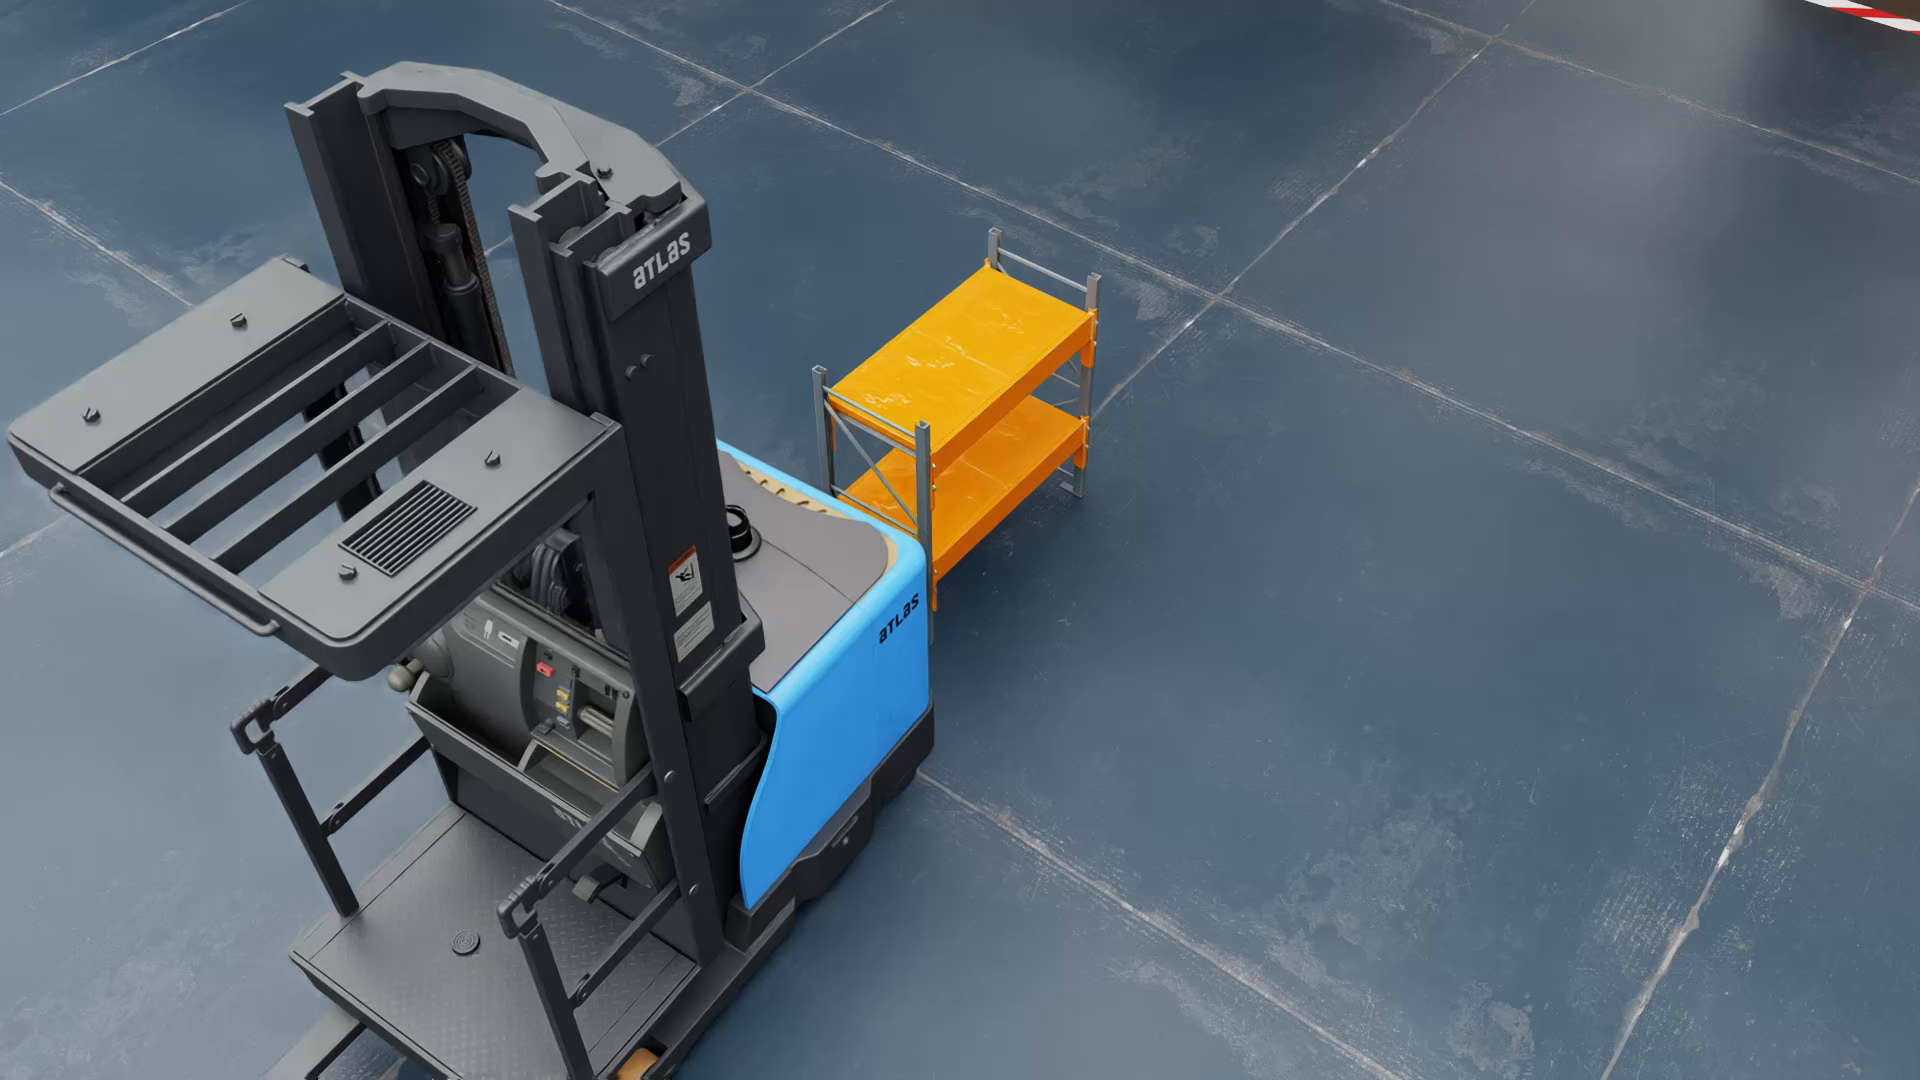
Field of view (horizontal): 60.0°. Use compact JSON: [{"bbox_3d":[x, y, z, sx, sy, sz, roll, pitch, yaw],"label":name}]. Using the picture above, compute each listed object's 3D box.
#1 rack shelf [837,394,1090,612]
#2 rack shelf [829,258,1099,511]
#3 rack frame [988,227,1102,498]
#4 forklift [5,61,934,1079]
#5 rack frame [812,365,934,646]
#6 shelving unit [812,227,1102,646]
[{"bbox_3d":[0.004,-0.224,6.524,0.538,0.278,1.000,29,53,25],"label":"rack shelf"},{"bbox_3d":[0.004,-0.595,6.135,0.538,0.278,1.000,29,53,25],"label":"rack shelf"},{"bbox_3d":[0.315,-0.683,6.625,0.500,1.125,0.032,29,53,25],"label":"rack frame"},{"bbox_3d":[-1.339,0.425,4.317,1.130,2.935,3.031,26,52,23],"label":"forklift"},{"bbox_3d":[-0.307,-0.102,6.069,0.500,1.125,0.032,29,53,25],"label":"rack frame"},{"bbox_3d":[0.004,-0.392,6.347,0.538,1.125,1.048,29,53,25],"label":"shelving unit"}]
